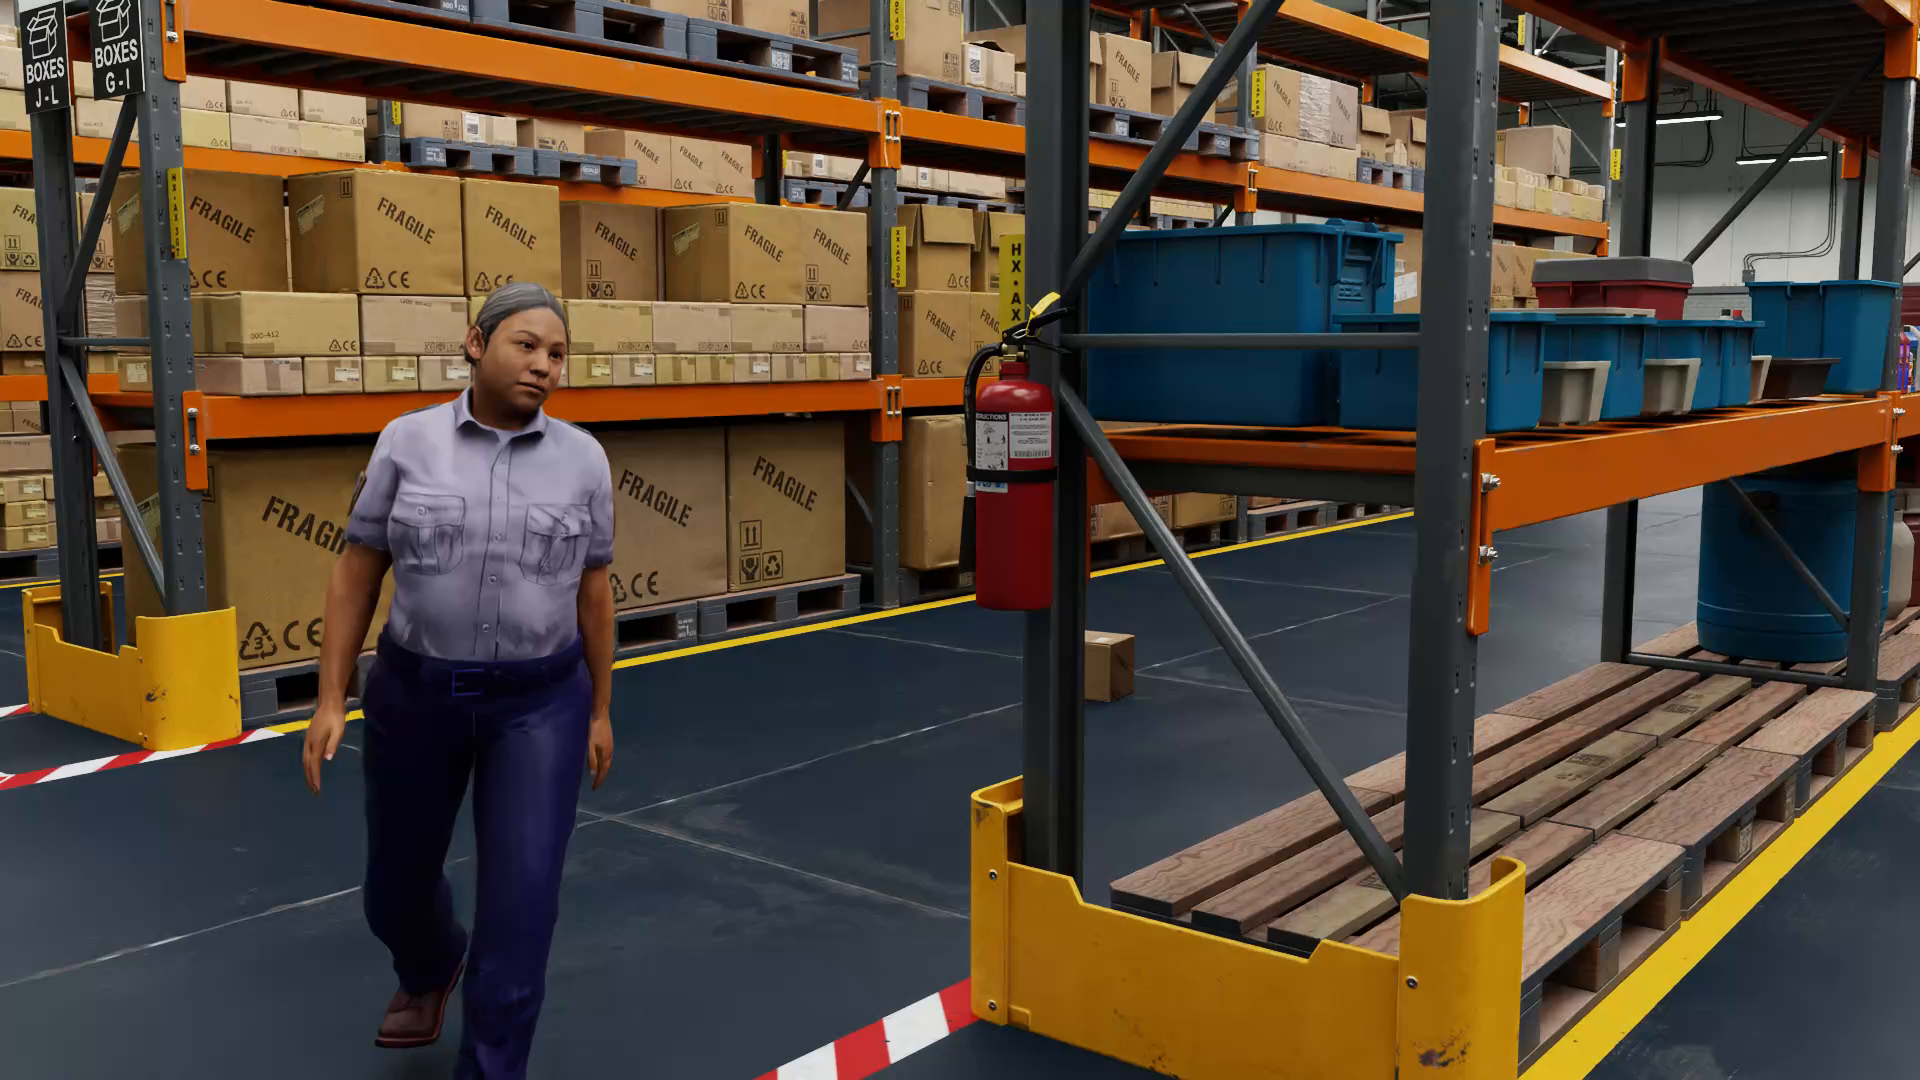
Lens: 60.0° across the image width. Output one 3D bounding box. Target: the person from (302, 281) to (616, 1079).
[{"bbox_3d":[-0.918,0.325,3.106,0.558,1.600,0.923,-2,7,-13],"label":"person"}]
